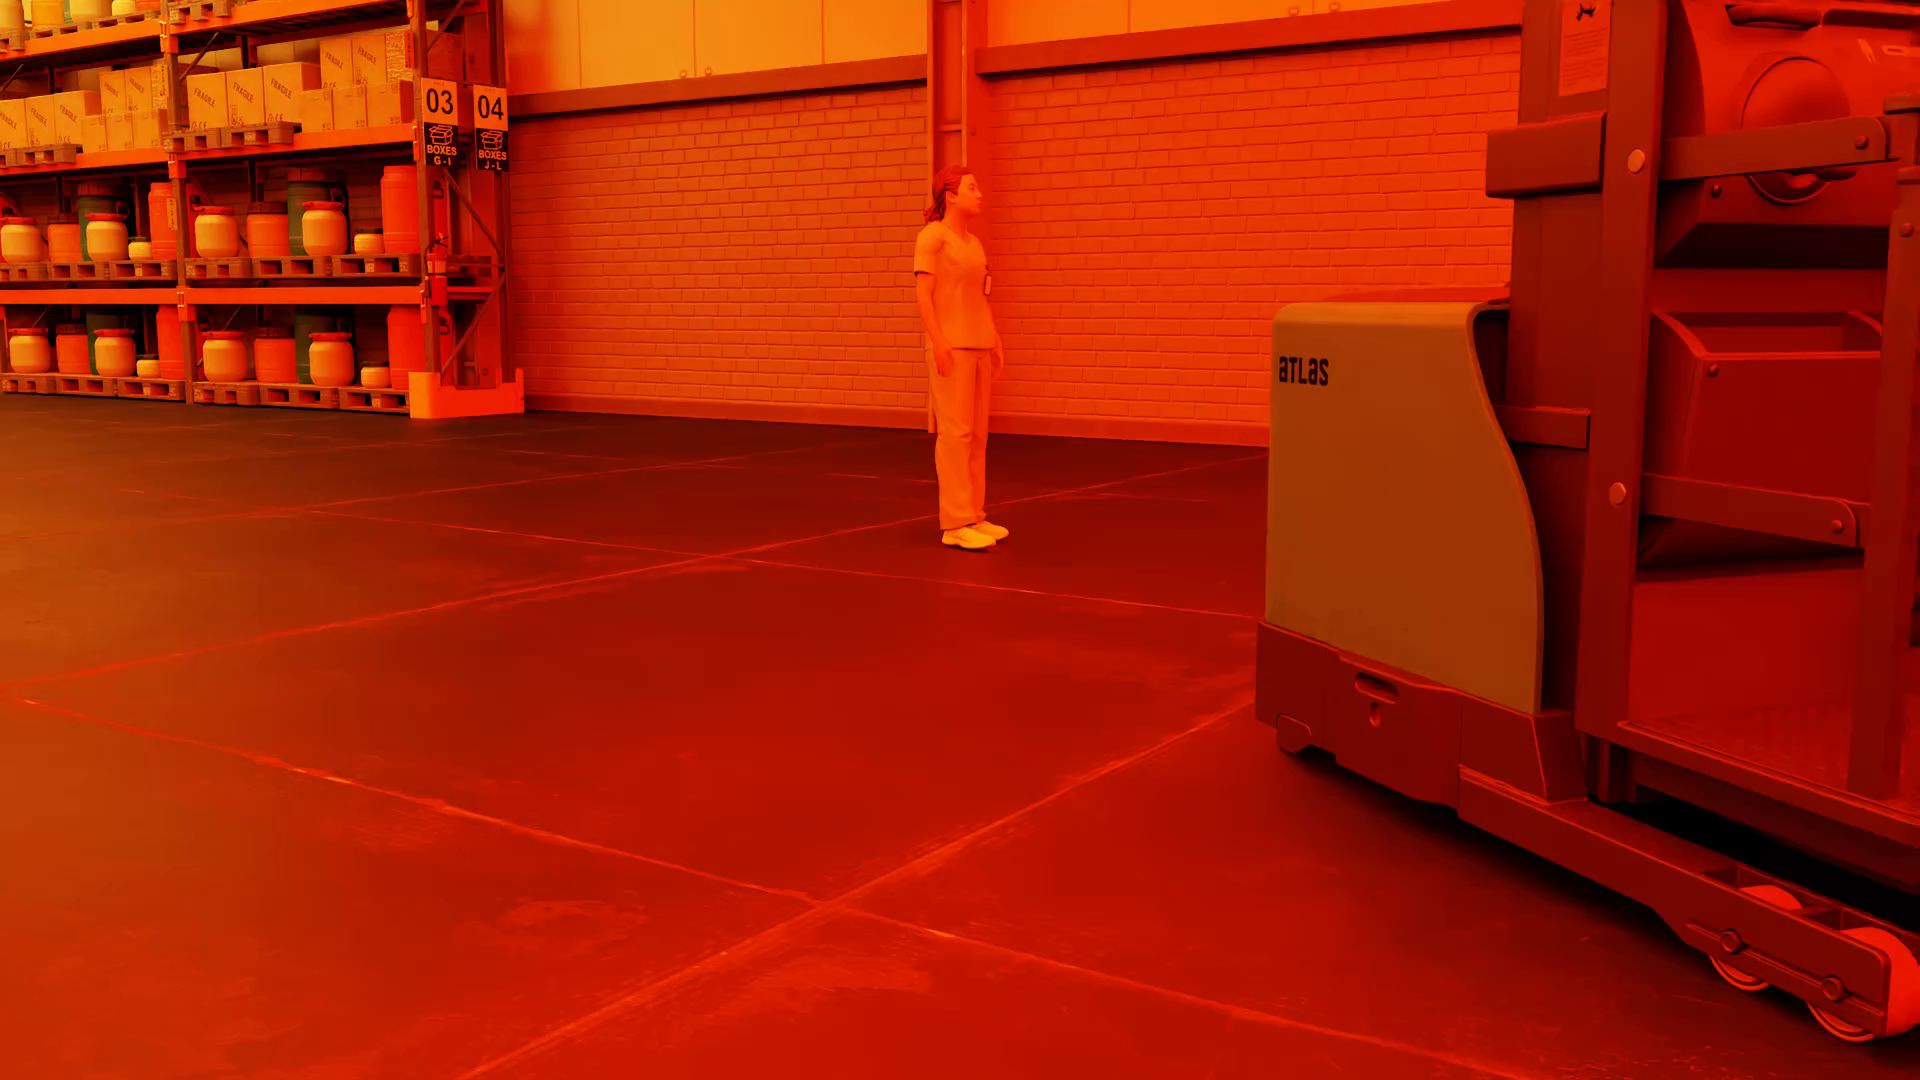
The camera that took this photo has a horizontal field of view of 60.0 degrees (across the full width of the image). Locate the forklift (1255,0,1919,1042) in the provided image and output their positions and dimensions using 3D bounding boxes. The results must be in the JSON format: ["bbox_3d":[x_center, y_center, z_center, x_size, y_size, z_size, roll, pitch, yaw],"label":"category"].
[{"bbox_3d":[1.702,-0.781,2.684,1.130,2.935,3.031,-3,9,-20],"label":"forklift"}]

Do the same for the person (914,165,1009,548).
[{"bbox_3d":[0.053,-0.830,7.433,0.549,1.675,0.549,5,10,34],"label":"person"}]
